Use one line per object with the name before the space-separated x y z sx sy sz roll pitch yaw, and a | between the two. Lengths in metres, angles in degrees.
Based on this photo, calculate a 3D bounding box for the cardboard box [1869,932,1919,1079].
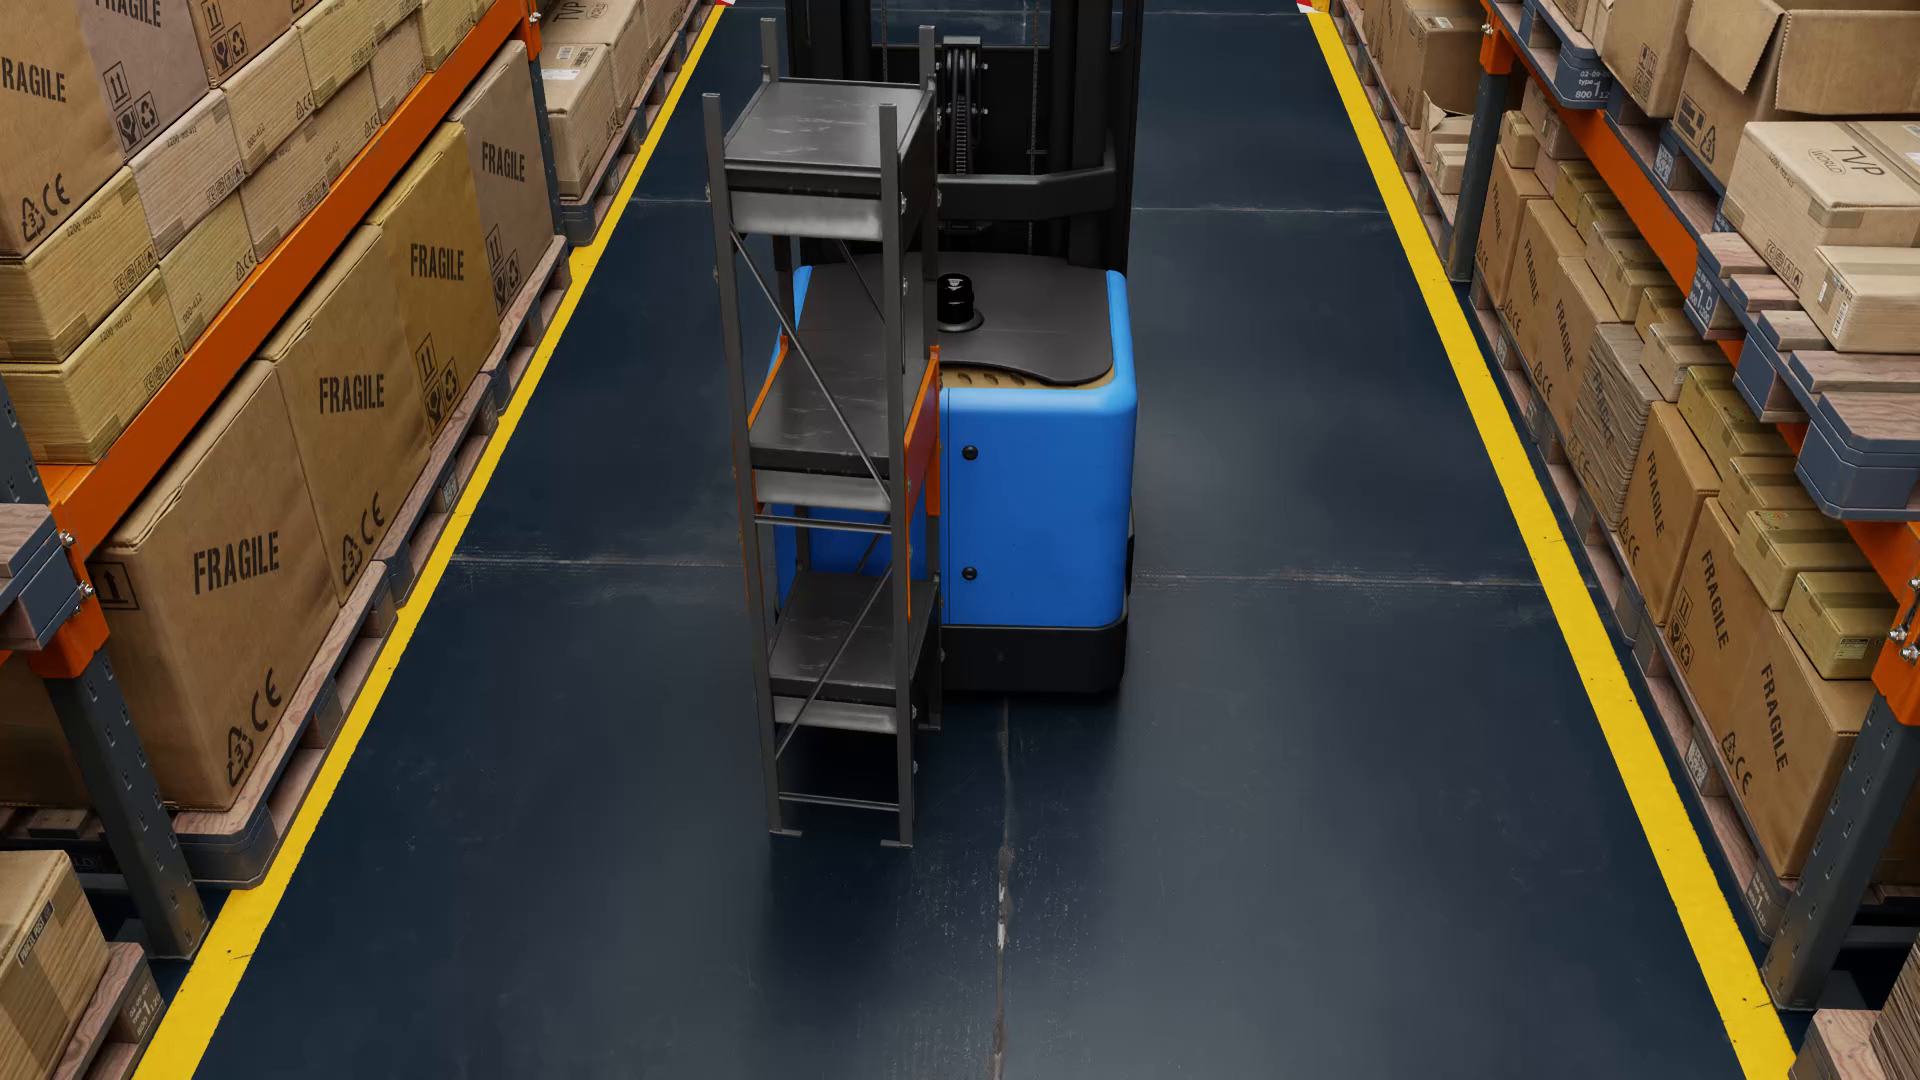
cardboard box | 2.473 1.070 3.319 0.875 0.625 0.625 2 35 3

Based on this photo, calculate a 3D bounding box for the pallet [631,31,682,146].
pallet | -2.132 -2.496 9.117 1.003 0.211 1.213 1 35 2

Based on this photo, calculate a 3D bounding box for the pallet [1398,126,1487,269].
pallet | 2.701 -1.640 7.900 1.003 0.211 1.213 1 35 2

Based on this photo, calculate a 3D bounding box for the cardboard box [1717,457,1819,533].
cardboard box | 2.313 -0.100 4.528 0.380 0.149 0.250 0 35 0

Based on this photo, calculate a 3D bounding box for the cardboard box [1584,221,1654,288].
cardboard box | 2.415 -0.992 5.797 0.380 0.149 0.250 1 35 2

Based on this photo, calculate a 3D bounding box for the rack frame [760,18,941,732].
rack frame | -0.256 -0.311 4.366 0.400 2.100 0.015 5 35 7

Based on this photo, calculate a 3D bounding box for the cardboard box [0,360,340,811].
cardboard box | -2.337 0.102 4.479 0.875 0.875 0.875 1 35 1

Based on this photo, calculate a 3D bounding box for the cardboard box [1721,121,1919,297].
cardboard box | 2.231 -0.812 4.062 0.500 0.250 0.500 0 35 0

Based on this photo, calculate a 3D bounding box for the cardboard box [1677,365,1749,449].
cardboard box | 2.379 -0.394 4.946 0.380 0.149 0.250 1 35 1

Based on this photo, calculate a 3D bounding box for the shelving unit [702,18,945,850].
shelving unit | -0.291 -0.172 4.169 0.431 2.100 0.503 5 35 7

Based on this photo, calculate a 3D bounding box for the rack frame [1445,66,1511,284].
rack frame | 2.673 -2.386 6.536 1.000 3.000 0.127 1 35 2

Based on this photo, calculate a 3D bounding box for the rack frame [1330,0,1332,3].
rack frame | 2.833 -4.684 9.806 1.000 3.000 0.127 1 35 2

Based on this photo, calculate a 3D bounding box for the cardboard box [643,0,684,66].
cardboard box | -2.082 -3.013 9.291 0.875 0.438 0.875 2 35 3

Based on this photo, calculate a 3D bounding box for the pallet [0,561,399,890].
pallet | -2.341 0.489 4.870 1.003 0.211 1.213 1 35 2

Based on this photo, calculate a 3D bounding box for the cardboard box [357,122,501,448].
cardboard box | -2.261 -0.924 5.939 0.875 0.875 0.875 2 35 3

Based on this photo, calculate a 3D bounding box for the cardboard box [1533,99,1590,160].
cardboard box | 2.430 -1.572 6.364 0.380 0.149 0.250 0 35 0

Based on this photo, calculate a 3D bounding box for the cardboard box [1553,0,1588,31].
cardboard box | 2.409 -2.029 5.576 0.700 0.500 0.500 2 35 2

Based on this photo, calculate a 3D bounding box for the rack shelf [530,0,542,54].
rack shelf | -2.207 -3.353 8.538 1.077 0.370 4.000 1 35 2

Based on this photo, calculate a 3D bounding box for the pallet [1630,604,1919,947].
pallet | 2.580 0.625 4.677 1.003 0.211 1.213 1 35 2

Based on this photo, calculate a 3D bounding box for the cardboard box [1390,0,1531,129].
cardboard box | 2.599 -2.398 8.361 0.700 0.500 0.500 0 35 0

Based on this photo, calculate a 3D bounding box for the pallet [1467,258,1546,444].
pallet | 2.678 -0.777 6.672 1.003 0.211 1.213 1 35 2

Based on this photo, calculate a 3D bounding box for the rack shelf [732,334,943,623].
rack shelf | -0.291 -0.161 4.176 0.431 0.518 0.480 5 35 7

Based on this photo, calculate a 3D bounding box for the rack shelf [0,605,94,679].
rack shelf | -2.528 1.243 1.998 1.077 0.370 4.000 1 35 2

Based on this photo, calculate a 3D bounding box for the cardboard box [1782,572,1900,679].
cardboard box | 2.279 0.208 4.090 0.380 0.149 0.250 0 35 0

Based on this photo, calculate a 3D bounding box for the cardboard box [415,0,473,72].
cardboard box | -2.075 -1.881 5.948 0.500 0.250 0.500 1 35 1

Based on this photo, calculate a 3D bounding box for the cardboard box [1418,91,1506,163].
cardboard box | 2.416 -1.971 7.959 0.396 0.266 0.258 3 35 4

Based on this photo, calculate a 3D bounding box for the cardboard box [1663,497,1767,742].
cardboard box | 2.345 0.228 4.626 0.500 0.500 0.500 1 35 1

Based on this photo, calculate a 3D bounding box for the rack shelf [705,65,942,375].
rack shelf | -0.291 -0.734 3.774 0.431 0.518 0.480 5 35 7

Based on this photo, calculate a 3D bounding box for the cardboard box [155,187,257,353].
cardboard box | -2.174 -0.710 4.282 0.500 0.250 0.500 0 35 1

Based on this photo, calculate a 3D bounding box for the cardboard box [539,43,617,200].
cardboard box | -2.155 -1.980 7.822 0.875 0.438 0.875 1 35 1

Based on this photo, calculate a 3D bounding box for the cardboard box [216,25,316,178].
cardboard box | -2.127 -1.212 4.562 0.500 0.250 0.500 1 35 2

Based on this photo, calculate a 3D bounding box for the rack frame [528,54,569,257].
rack frame | -2.287 -2.499 6.697 1.000 3.000 0.127 1 35 2

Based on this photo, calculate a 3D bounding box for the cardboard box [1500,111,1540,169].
cardboard box | 2.392 -1.601 6.663 0.380 0.149 0.250 3 35 4

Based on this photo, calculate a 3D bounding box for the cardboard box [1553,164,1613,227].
cardboard box | 2.460 -1.292 6.224 0.380 0.149 0.250 0 35 -1

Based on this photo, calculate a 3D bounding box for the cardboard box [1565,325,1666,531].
cardboard box | 2.365 -0.372 5.479 0.500 0.500 0.500 0 35 0

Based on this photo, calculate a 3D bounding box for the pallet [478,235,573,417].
pallet | -2.243 -0.913 6.865 1.003 0.211 1.213 1 35 2

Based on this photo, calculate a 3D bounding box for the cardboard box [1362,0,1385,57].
cardboard box | 2.641 -2.994 9.210 0.700 0.500 0.500 3 35 4

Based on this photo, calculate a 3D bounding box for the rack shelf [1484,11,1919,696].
rack shelf | 2.592 -0.943 5.108 1.077 0.370 4.000 1 35 2

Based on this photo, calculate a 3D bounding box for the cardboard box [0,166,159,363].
cardboard box | -2.181 -0.629 3.732 0.500 0.250 0.500 1 35 2

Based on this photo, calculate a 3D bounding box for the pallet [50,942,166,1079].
pallet | -2.481 1.389 3.590 1.003 0.211 1.213 1 35 2

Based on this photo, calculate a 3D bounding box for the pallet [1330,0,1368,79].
pallet | 2.799 -3.042 9.894 1.003 0.211 1.213 1 35 2

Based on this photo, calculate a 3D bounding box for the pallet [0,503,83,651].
pallet | -2.370 0.290 2.896 1.213 0.211 1.003 1 35 2

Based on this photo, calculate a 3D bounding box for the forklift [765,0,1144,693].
forklift | 0.022 -1.561 5.422 1.130 2.935 3.031 1 35 2

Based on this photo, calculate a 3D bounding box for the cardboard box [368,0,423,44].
cardboard box | -2.089 -1.798 5.395 0.500 0.250 0.500 2 35 3

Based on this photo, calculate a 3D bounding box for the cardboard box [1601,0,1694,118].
cardboard box | 2.377 -1.578 4.934 0.700 0.500 0.500 1 35 2

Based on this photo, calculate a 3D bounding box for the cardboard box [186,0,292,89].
cardboard box | -2.137 -1.510 4.334 0.500 0.500 0.500 2 35 3

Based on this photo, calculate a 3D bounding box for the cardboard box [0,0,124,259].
cardboard box | -2.184 -0.928 3.505 0.500 0.500 0.500 0 35 0

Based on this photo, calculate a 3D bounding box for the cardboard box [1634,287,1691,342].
cardboard box | 2.421 -0.693 5.372 0.380 0.149 0.250 1 35 2

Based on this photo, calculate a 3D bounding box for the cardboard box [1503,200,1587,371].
cardboard box | 2.417 -0.956 6.311 0.500 0.500 0.500 1 35 1

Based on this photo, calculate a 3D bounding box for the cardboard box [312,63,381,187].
cardboard box | -2.131 -1.295 5.114 0.500 0.250 0.500 1 35 2
